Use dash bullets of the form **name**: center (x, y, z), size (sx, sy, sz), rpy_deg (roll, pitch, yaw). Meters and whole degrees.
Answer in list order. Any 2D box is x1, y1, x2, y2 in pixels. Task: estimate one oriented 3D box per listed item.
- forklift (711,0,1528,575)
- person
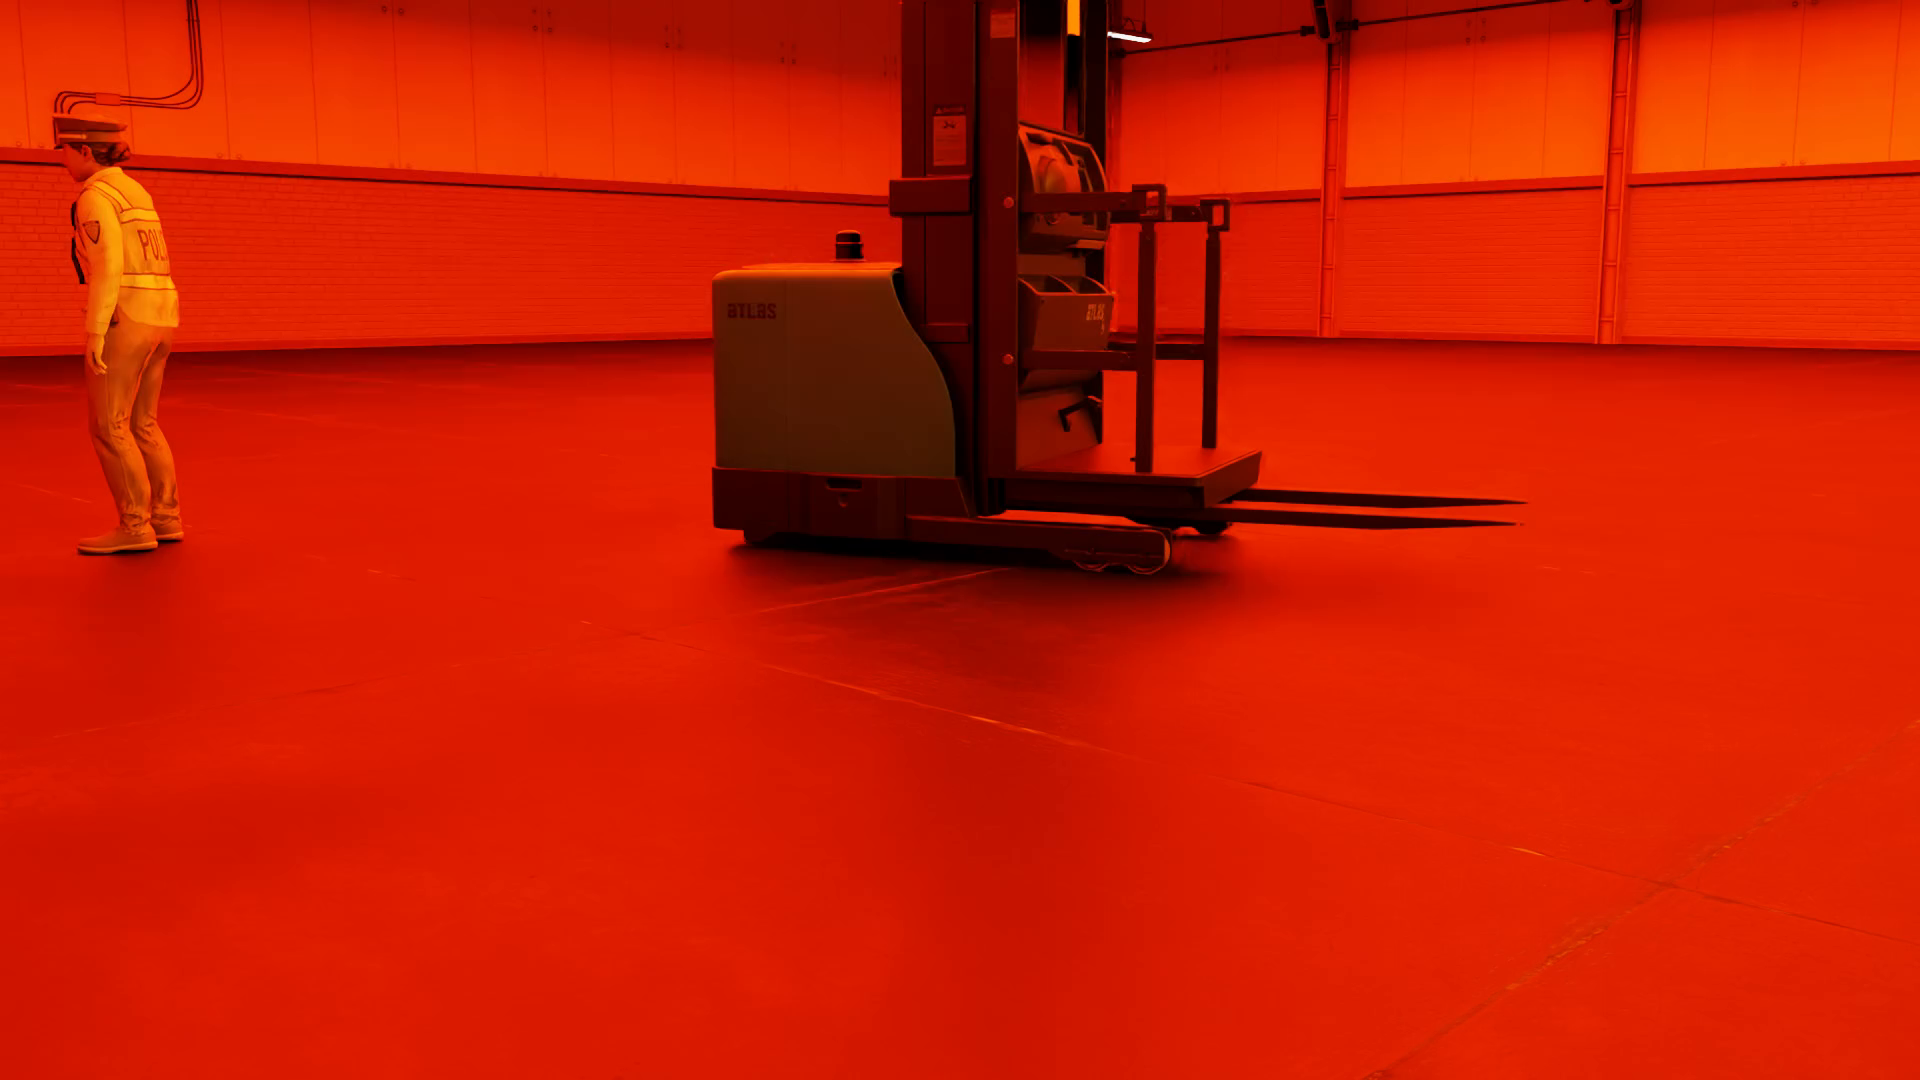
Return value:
- **forklift**: center (0.588, -1.414, 6.266), size (3.031, 2.935, 1.130), rpy_deg (3, 9, 22)
- **person**: center (-3.228, -0.793, 6.408), size (0.375, 1.662, 0.528), rpy_deg (-1, 9, -4)
